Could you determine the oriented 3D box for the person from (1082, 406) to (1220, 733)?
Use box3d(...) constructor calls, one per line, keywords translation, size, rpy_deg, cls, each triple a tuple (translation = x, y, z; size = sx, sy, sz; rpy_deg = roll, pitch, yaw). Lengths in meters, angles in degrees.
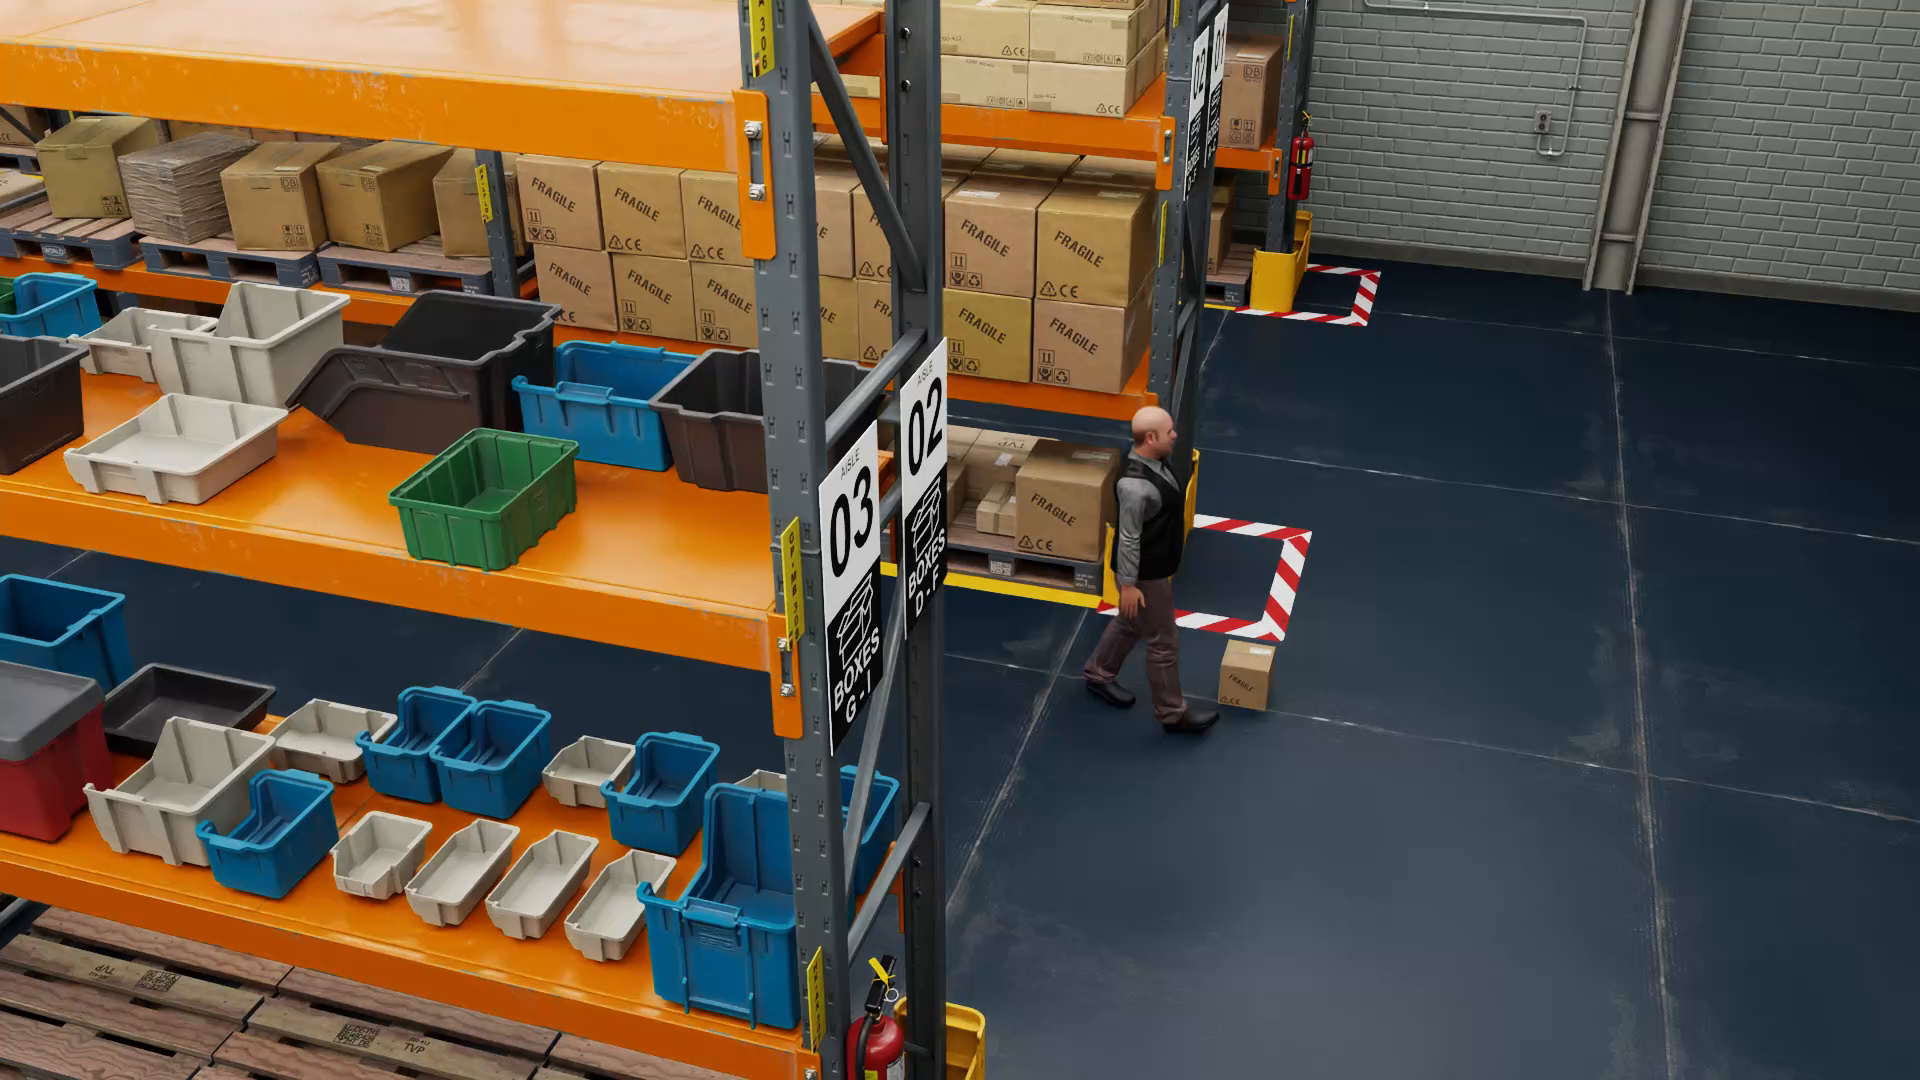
box3d(translation=(0.985, 0.145, 8.272), size=(0.742, 1.713, 0.576), rpy_deg=(6, 30, 11), cls="person")
